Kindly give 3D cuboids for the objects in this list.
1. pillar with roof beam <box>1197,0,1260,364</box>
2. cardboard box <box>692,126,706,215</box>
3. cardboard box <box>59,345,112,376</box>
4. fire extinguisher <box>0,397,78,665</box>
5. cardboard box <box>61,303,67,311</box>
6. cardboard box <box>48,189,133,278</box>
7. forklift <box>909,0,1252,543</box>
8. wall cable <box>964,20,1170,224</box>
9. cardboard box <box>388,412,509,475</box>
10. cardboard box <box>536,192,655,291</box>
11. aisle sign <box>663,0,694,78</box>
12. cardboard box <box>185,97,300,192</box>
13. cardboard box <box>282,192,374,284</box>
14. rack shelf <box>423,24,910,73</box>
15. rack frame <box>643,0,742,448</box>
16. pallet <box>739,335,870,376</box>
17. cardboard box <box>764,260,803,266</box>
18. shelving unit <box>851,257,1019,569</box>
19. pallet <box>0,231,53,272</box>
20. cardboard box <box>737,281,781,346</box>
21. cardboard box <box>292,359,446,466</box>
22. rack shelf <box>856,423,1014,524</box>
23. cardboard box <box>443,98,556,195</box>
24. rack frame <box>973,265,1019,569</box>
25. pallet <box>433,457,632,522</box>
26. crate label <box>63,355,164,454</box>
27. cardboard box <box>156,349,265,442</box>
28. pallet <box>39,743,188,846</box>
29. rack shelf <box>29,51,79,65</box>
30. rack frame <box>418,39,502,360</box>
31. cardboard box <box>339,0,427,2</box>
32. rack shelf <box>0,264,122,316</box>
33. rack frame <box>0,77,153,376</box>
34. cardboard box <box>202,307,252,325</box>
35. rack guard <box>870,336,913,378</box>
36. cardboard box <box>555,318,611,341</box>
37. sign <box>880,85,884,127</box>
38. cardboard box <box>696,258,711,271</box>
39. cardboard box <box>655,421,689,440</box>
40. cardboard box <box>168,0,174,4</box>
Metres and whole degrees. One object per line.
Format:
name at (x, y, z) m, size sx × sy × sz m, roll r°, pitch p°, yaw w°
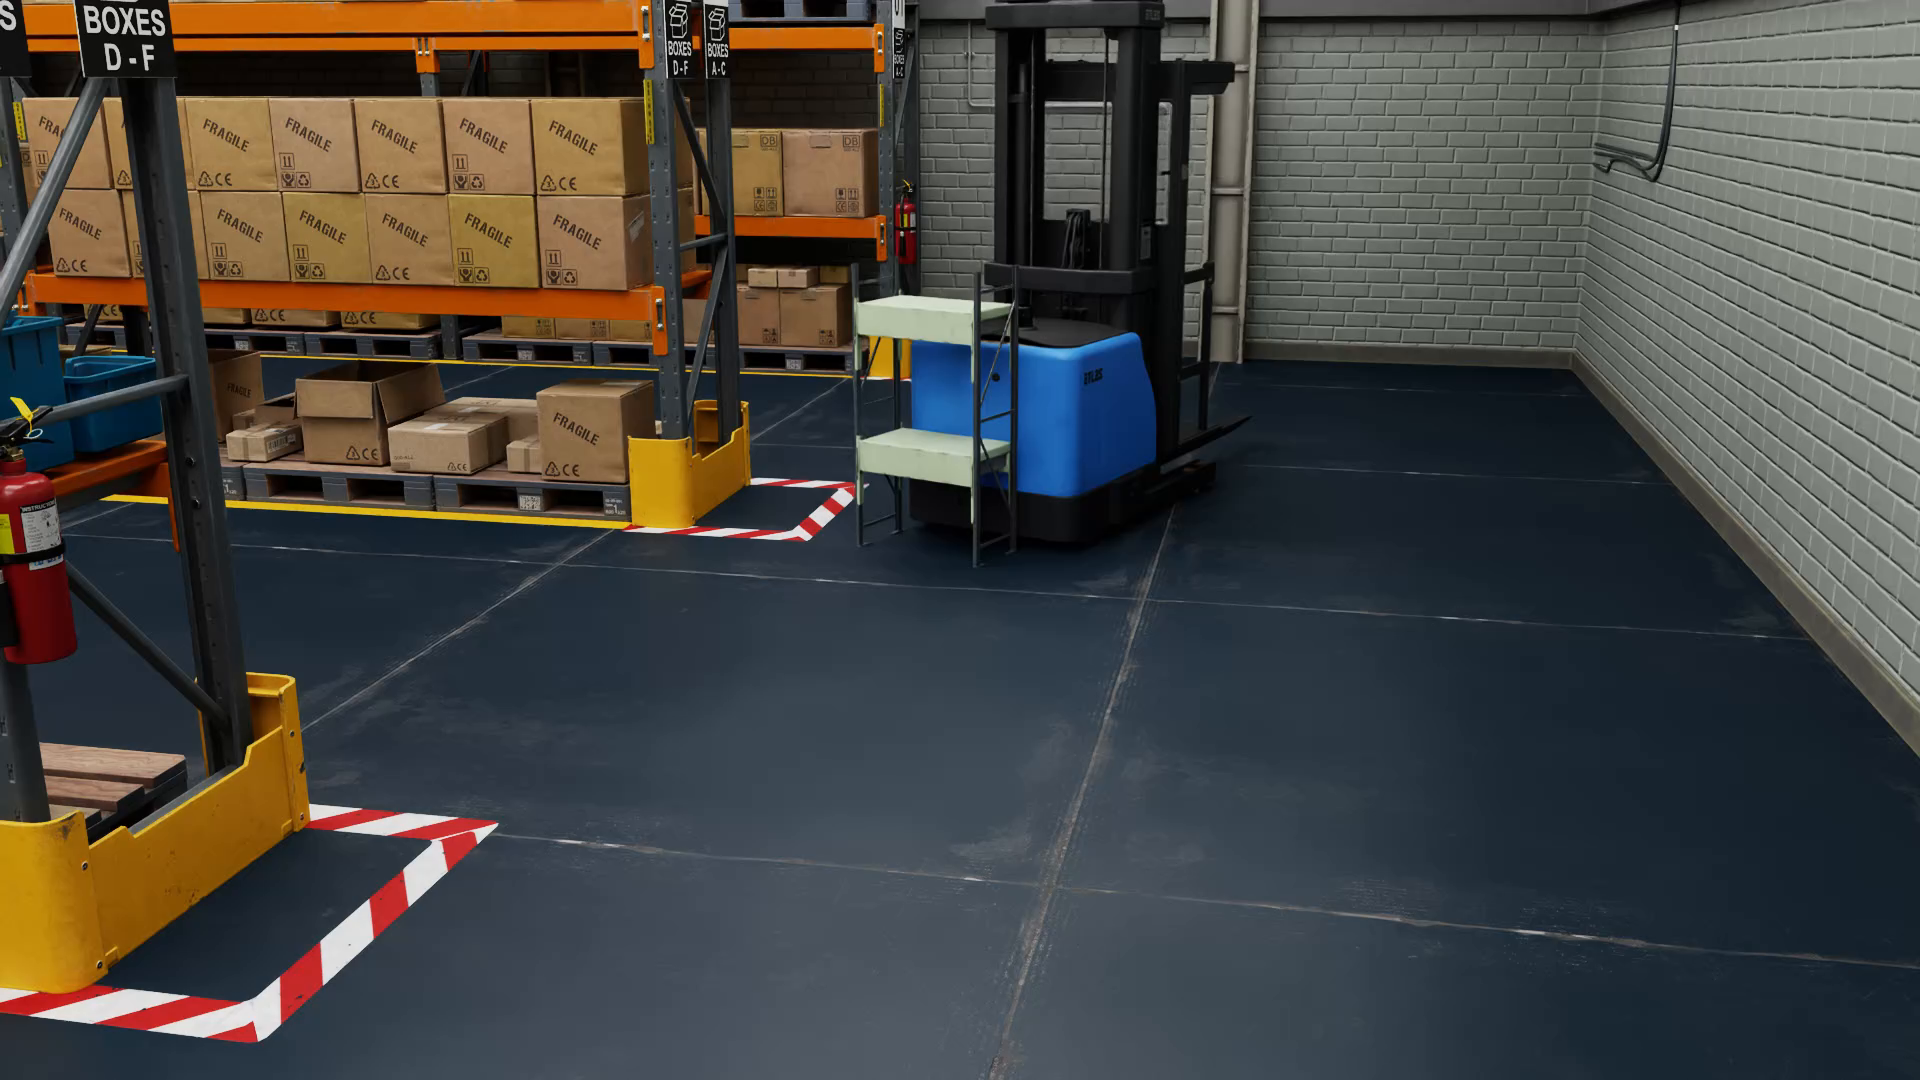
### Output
pillar with roof beam at (1.456, -4.805, 9.482) m, size 0.400 × 9.000 × 9.100 m, roll 3°, pitch 16°, yaw 11°
cardboard box at (-2.466, -3.205, 14.383) m, size 0.700 × 0.700 × 0.980 m, roll 2°, pitch 16°, yaw 8°
cardboard box at (-5.833, -0.971, 10.737) m, size 0.500 × 0.500 × 0.500 m, roll 2°, pitch 16°, yaw 9°
fire extinguisher at (-2.421, -0.022, 4.296) m, size 0.183 × 0.674 × 0.296 m, roll 3°, pitch 16°, yaw 11°
cardboard box at (-9.060, -2.415, 15.950) m, size 0.500 × 0.500 × 0.700 m, roll 3°, pitch 16°, yaw 12°
cardboard box at (-4.962, -1.824, 9.771) m, size 0.500 × 0.500 × 0.500 m, roll 4°, pitch 16°, yaw 13°
forklift at (0.906, -1.739, 9.780) m, size 1.130 × 2.935 × 3.031 m, roll 9°, pitch 18°, yaw 29°
wall cable at (0.939, -3.627, 14.562) m, size 1.851 × 1.984 × 0.084 m, roll 3°, pitch 16°, yaw 11°
cardboard box at (-2.994, -0.571, 9.762) m, size 0.500 × 0.250 × 0.500 m, roll 3°, pitch 16°, yaw 11°
cardboard box at (-1.981, -1.662, 9.187) m, size 0.500 × 0.500 × 0.500 m, roll 4°, pitch 16°, yaw 13°
aisle sign at (-1.482, -2.831, 8.722) m, size 0.004 × 0.787 × 0.394 m, roll 3°, pitch 16°, yaw 11°
cardboard box at (-3.992, -2.251, 9.438) m, size 0.500 × 0.500 × 0.500 m, roll 3°, pitch 16°, yaw 9°
cardboard box at (-3.471, -1.744, 9.481) m, size 0.500 × 0.500 × 0.500 m, roll 3°, pitch 16°, yaw 10°
rack shelf at (-2.464, -4.163, 14.130) m, size 4.000 × 0.370 × 1.077 m, roll 3°, pitch 16°, yaw 11°
rack frame at (-1.488, -1.662, 9.371) m, size 0.127 × 3.000 × 1.000 m, roll 3°, pitch 16°, yaw 11°
pallet at (-1.303, -1.636, 14.502) m, size 1.213 × 0.211 × 1.003 m, roll 3°, pitch 16°, yaw 11°
cardboard box at (-1.544, -2.351, 14.542) m, size 0.250 × 0.149 × 0.380 m, roll 3°, pitch 16°, yaw 11°
shelving unit at (-0.127, -0.673, 8.611) m, size 0.755 × 1.500 × 0.431 m, roll 10°, pitch 18°, yaw 31°
pallet at (-6.169, -1.853, 10.422) m, size 1.213 × 0.211 × 1.003 m, roll 3°, pitch 16°, yaw 11°
cardboard box at (-1.700, -1.993, 14.464) m, size 0.500 × 0.500 × 0.700 m, roll 3°, pitch 16°, yaw 11°
cardboard box at (-3.565, -0.785, 10.058) m, size 0.637 × 0.503 × 0.797 m, roll 3°, pitch 16°, yaw 11°
rack shelf at (-0.127, -0.359, 8.698) m, size 0.720 × 0.370 × 0.431 m, roll 10°, pitch 18°, yaw 31°
cardboard box at (-2.474, -2.170, 9.146) m, size 0.500 × 0.500 × 0.500 m, roll 4°, pitch 16°, yaw 13°
rack frame at (0.182, -0.620, 8.422) m, size 0.023 × 1.500 × 0.400 m, roll 10°, pitch 18°, yaw 31°
pallet at (-2.343, -0.364, 9.910) m, size 1.213 × 0.211 × 1.003 m, roll 3°, pitch 16°, yaw 11°
crate label at (-2.655, -0.413, 5.067) m, size 0.303 × 0.233 × 0.416 m, roll 3°, pitch 16°, yaw 11°
cardboard box at (-4.792, -0.926, 10.573) m, size 0.500 × 0.500 × 0.500 m, roll 3°, pitch 16°, yaw 11°
pallet at (-3.279, 0.924, 5.261) m, size 1.213 × 0.211 × 1.003 m, roll 3°, pitch 16°, yaw 11°
rack shelf at (-10.303, -4.588, 15.666) m, size 4.000 × 0.370 × 1.077 m, roll 3°, pitch 16°, yaw 11°
rack frame at (-4.424, -3.170, 14.818) m, size 0.127 × 3.000 × 1.000 m, roll 3°, pitch 16°, yaw 11°
cardboard box at (-3.024, -3.046, 9.031) m, size 0.500 × 0.250 × 0.500 m, roll 3°, pitch 16°, yaw 11°
rack shelf at (-7.367, -1.634, 10.619) m, size 4.000 × 0.370 × 1.077 m, roll 3°, pitch 16°, yaw 11°
rack frame at (-5.407, -1.874, 10.139) m, size 0.127 × 3.000 × 1.000 m, roll 3°, pitch 16°, yaw 11°
cardboard box at (-6.792, -2.428, 15.378) m, size 0.750 × 0.750 × 0.750 m, roll 3°, pitch 16°, yaw 11°
rack guard at (-0.481, -1.752, 14.379) m, size 0.348 × 0.500 × 1.175 m, roll 3°, pitch 16°, yaw 11°
cardboard box at (-3.220, -2.074, 14.756) m, size 0.500 × 0.500 × 0.700 m, roll 3°, pitch 16°, yaw 11°
sign at (-0.626, -3.489, 13.354) m, size 0.005 × 0.325 × 0.100 m, roll 3°, pitch 16°, yaw 11°
cardboard box at (-2.290, -2.392, 14.688) m, size 0.250 × 0.149 × 0.380 m, roll 3°, pitch 16°, yaw 12°
cardboard box at (-1.829, -0.612, 10.098) m, size 0.250 × 0.149 × 0.380 m, roll 3°, pitch 16°, yaw 11°
cardboard box at (-4.491, -3.129, 9.332) m, size 0.500 × 0.250 × 0.500 m, roll 3°, pitch 16°, yaw 11°
